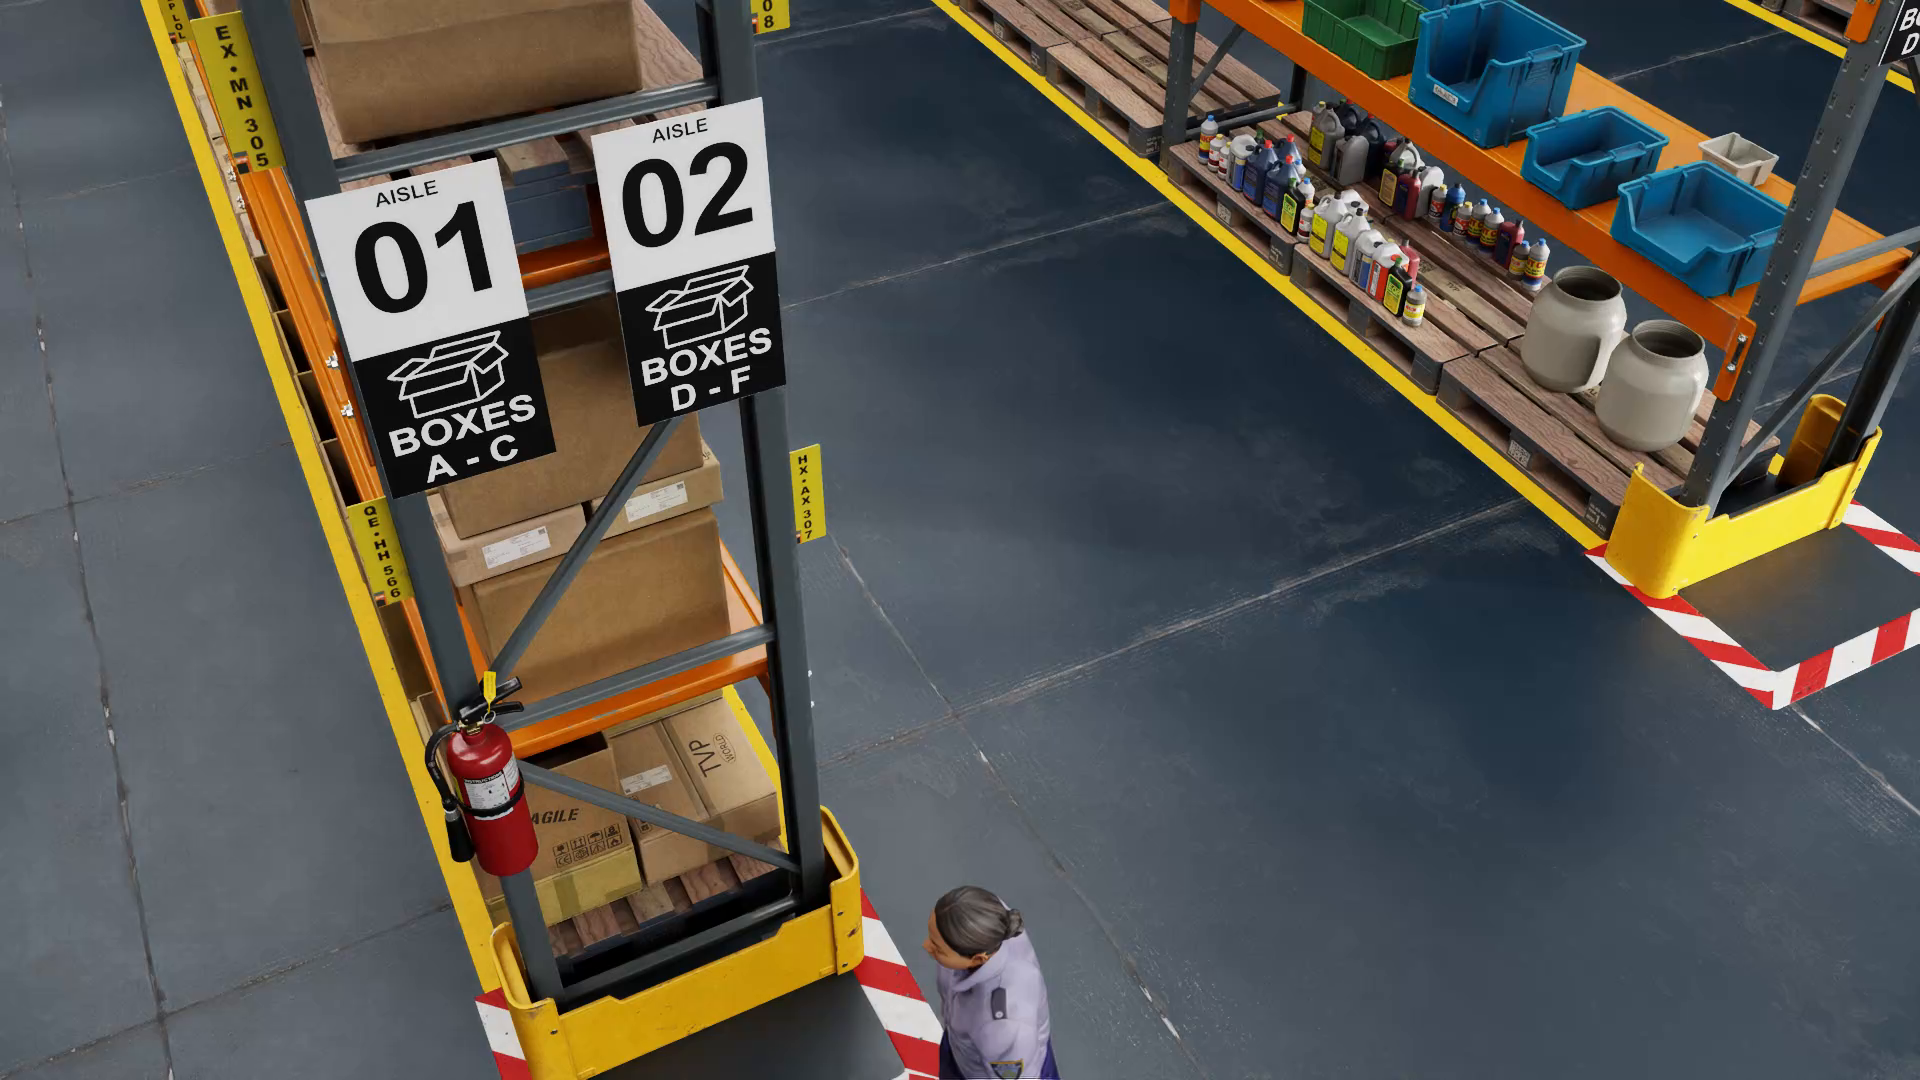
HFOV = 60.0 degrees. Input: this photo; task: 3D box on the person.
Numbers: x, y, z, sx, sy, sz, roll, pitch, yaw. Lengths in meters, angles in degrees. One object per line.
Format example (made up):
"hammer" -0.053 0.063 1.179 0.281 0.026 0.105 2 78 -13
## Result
"person" 0.077 1.440 4.538 0.368 1.652 0.564 -7 42 -8
